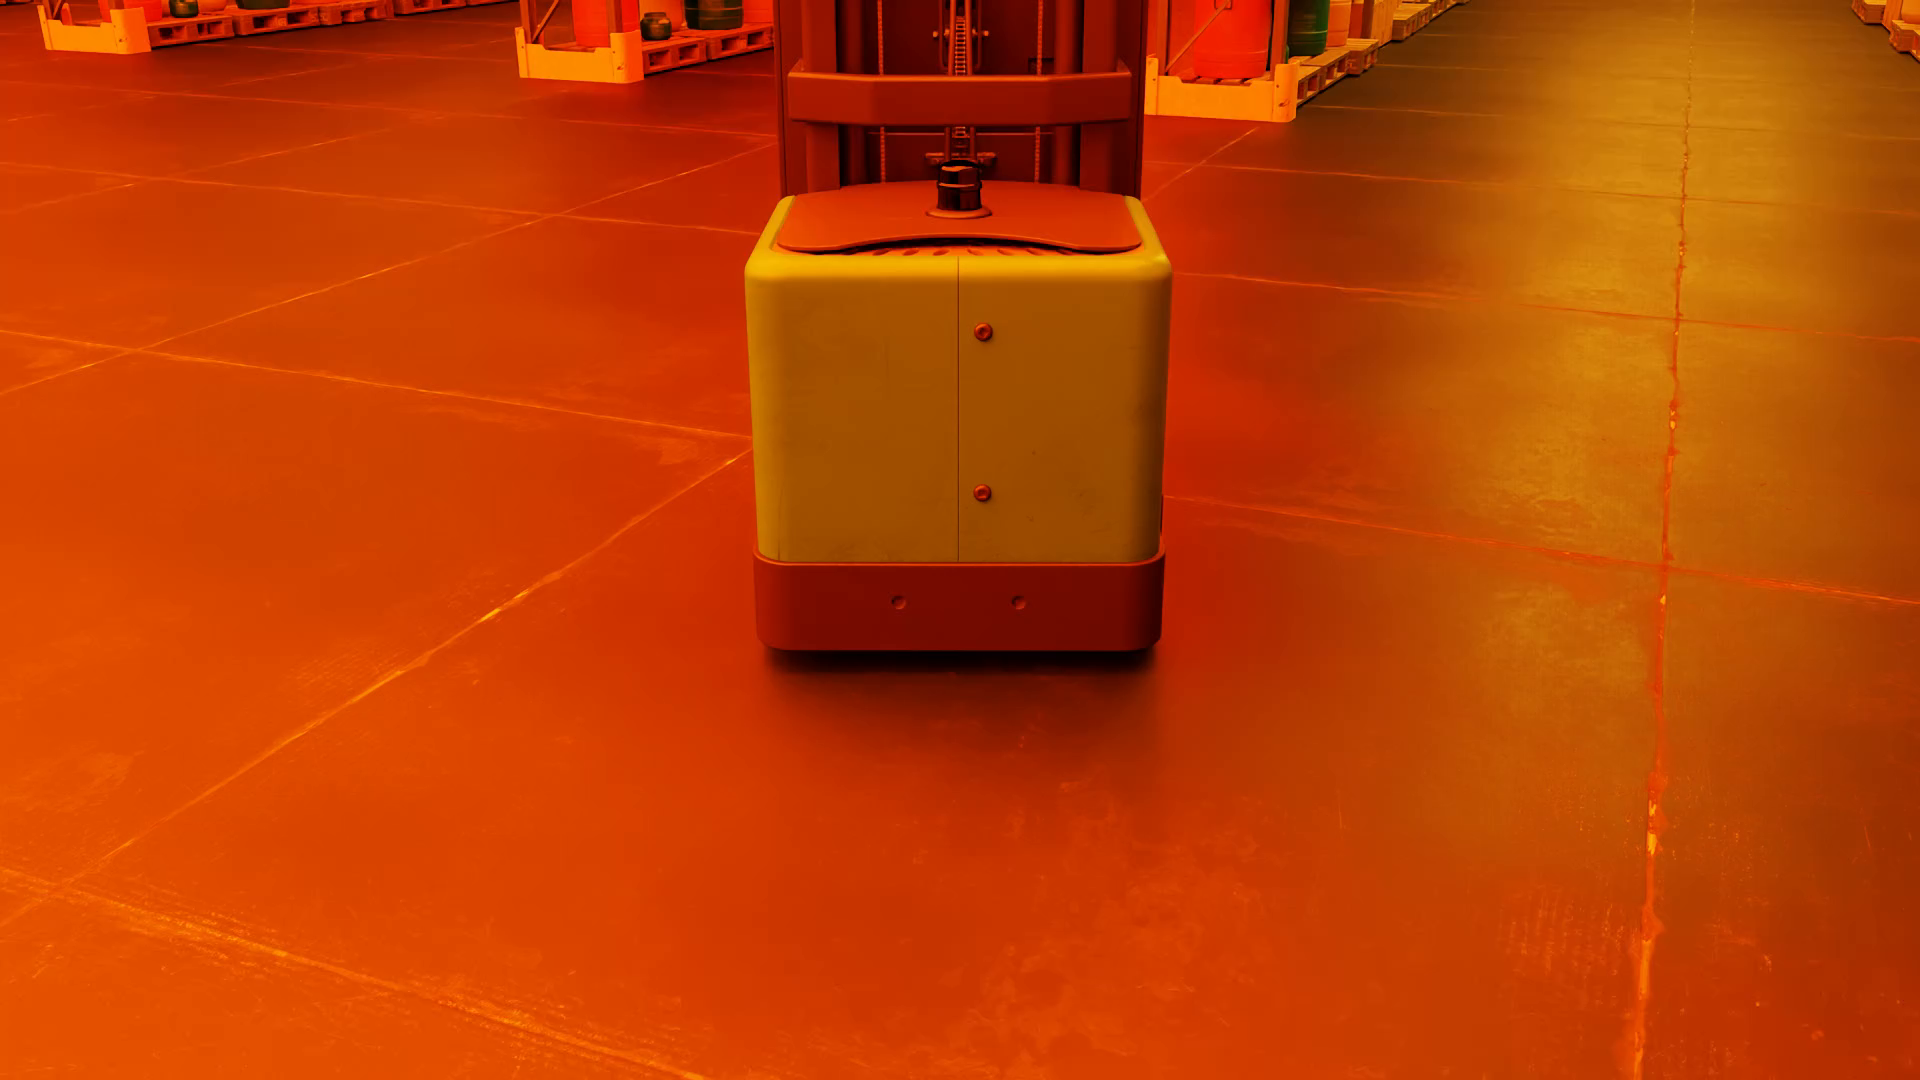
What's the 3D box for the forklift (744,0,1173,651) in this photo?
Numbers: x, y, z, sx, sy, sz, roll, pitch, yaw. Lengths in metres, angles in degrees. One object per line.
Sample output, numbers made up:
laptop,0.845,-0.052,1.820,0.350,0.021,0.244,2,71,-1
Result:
forklift,0.002,-1.587,5.089,1.130,2.935,3.031,0,23,0
